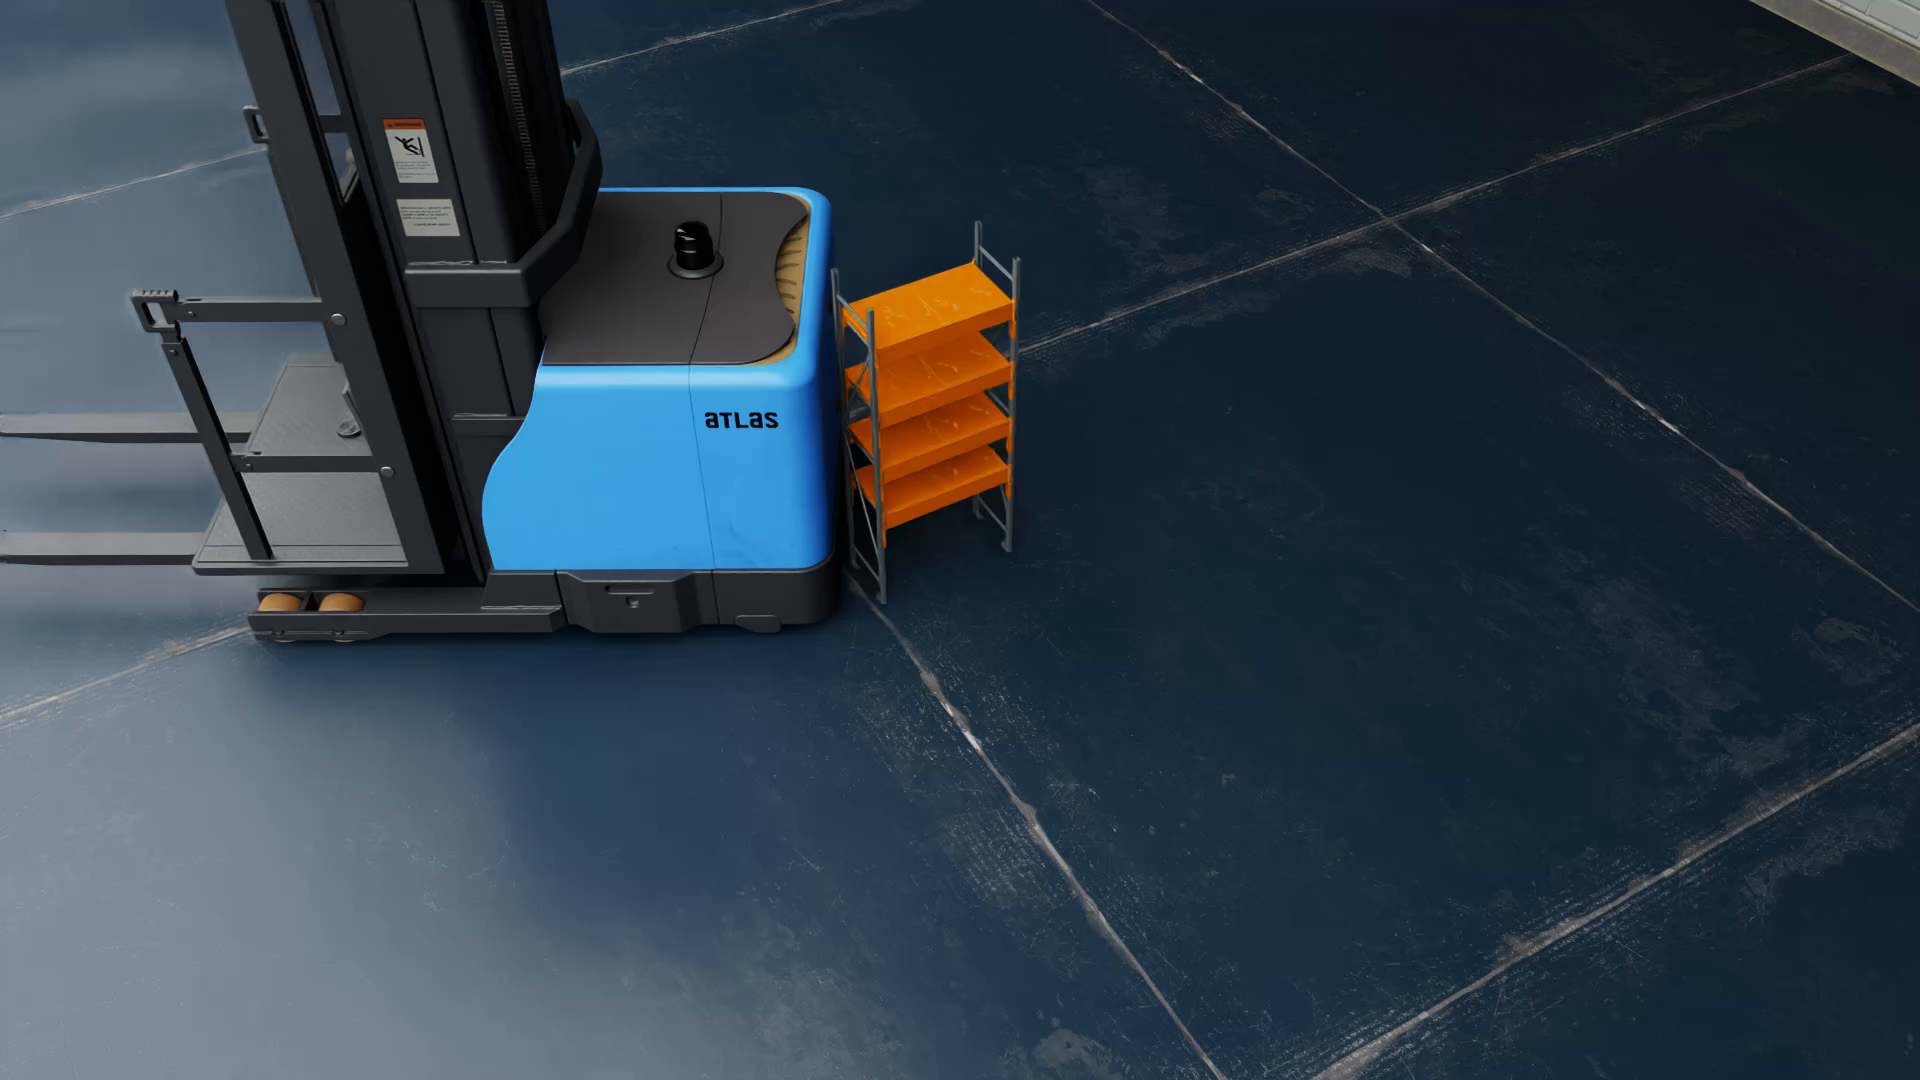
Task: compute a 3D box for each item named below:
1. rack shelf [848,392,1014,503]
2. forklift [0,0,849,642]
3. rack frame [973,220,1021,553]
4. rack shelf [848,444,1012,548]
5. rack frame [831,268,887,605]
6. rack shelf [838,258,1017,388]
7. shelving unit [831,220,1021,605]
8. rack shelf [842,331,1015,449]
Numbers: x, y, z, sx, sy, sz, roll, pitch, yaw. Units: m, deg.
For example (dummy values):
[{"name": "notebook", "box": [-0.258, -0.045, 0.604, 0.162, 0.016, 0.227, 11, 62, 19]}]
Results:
[{"name": "rack shelf", "box": [-0.099, -0.326, 5.321, 0.480, 0.148, 0.258, -22, 48, -21]}, {"name": "forklift", "box": [-1.913, -1.090, 4.768, 3.031, 2.935, 1.130, 0, 44, 0]}, {"name": "rack frame", "box": [0.111, -0.460, 5.363, 0.015, 1.200, 0.240, -22, 48, -21]}, {"name": "rack shelf", "box": [-0.099, -0.184, 5.460, 0.480, 0.148, 0.258, -22, 48, -21]}, {"name": "rack frame", "box": [-0.310, -0.289, 5.186, 0.015, 1.200, 0.240, -22, 48, -21]}, {"name": "rack shelf", "box": [-0.099, -0.656, 5.001, 0.480, 0.148, 0.258, -22, 48, -21]}, {"name": "shelving unit", "box": [-0.099, -0.375, 5.274, 0.503, 1.200, 0.258, -22, 48, -21]}, {"name": "rack shelf", "box": [-0.099, -0.487, 5.165, 0.480, 0.148, 0.258, -22, 48, -21]}]
